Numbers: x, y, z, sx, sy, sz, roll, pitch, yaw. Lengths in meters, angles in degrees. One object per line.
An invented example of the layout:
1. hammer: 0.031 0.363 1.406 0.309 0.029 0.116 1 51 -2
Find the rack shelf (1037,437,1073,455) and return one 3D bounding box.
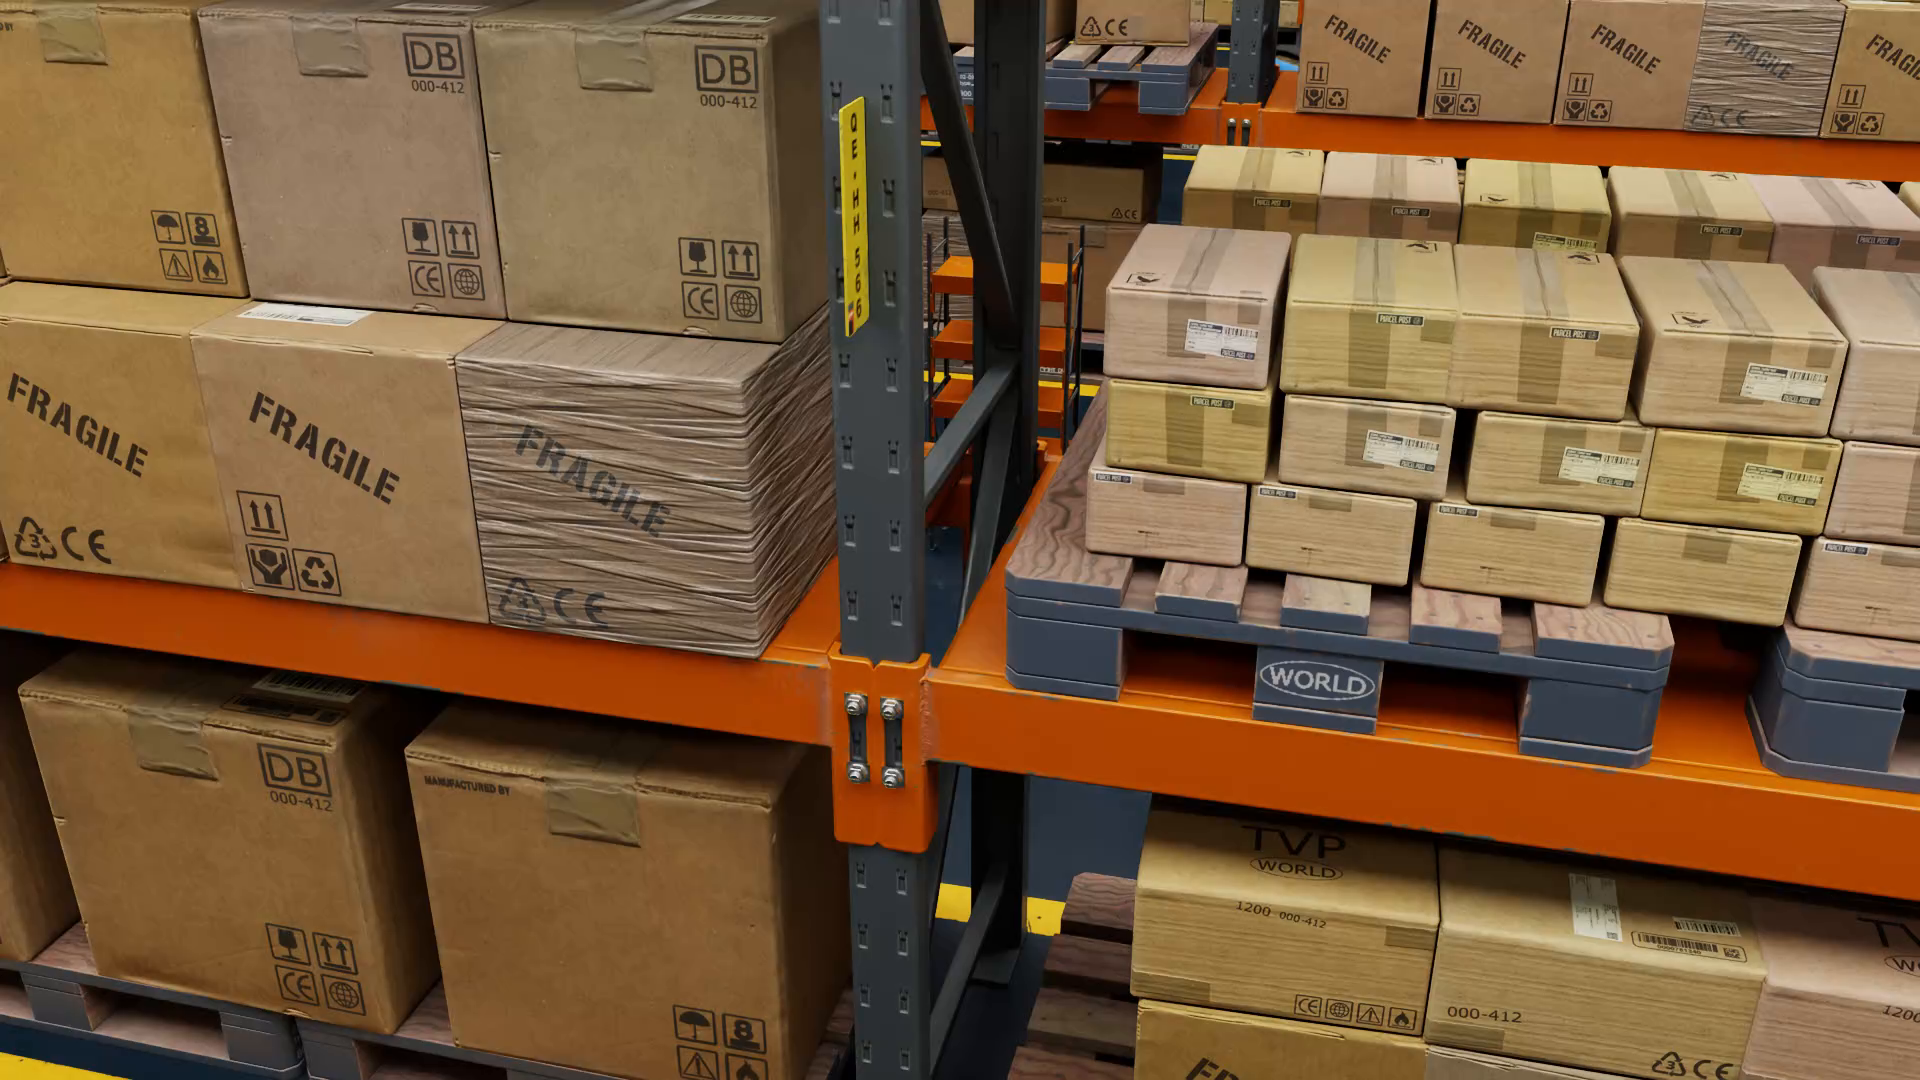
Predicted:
1. rack shelf: 0.160 -0.284 6.069 0.480 0.148 0.258 6 26 13

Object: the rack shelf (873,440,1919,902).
1. rack shelf: 1.922 0.370 2.819 4.000 0.370 1.077 6 26 13

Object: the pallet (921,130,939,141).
1. pallet: -0.552 -3.386 13.116 1.213 0.211 1.003 6 26 13

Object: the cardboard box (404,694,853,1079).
1. cardboard box: -0.583 0.555 3.723 0.750 0.750 1.050 6 26 12

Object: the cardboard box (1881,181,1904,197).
1. cardboard box: 3.701 -1.180 7.223 0.875 0.875 1.225 5 26 11

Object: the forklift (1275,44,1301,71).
1. forklift: 3.227 -3.275 9.720 3.031 2.935 1.130 -6 26 -13

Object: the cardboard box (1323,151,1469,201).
1. cardboard box: 1.981 -1.370 7.622 0.875 0.875 1.225 5 26 11

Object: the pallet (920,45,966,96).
1. pallet: -0.609 -2.331 7.880 1.213 0.211 1.003 6 26 13

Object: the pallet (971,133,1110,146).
1. pallet: 0.633 -3.256 12.844 1.213 0.211 1.003 6 26 13

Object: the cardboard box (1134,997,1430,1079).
1. cardboard box: 0.606 0.952 3.180 0.500 0.500 0.500 5 26 11

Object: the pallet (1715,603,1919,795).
1. pallet: 1.912 0.113 2.746 1.213 0.211 1.003 6 26 13

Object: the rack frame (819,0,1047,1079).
1. rack frame: -0.015 -0.169 3.115 0.127 3.000 1.000 6 26 13

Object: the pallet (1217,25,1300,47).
1. pallet: 3.001 -5.192 16.909 1.213 0.211 1.003 6 26 13

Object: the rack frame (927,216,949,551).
1. rack frame: -0.076 -0.550 6.010 0.015 1.200 0.240 6 26 13

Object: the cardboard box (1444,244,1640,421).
1. cardboard box: 0.881 -0.327 2.560 0.250 0.149 0.380 6 26 13

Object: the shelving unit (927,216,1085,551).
1. shelving unit: 0.160 -0.524 5.955 0.503 1.200 0.258 6 26 13

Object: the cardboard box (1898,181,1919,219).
1. cardboard box: 1.825 -0.512 2.948 0.250 0.149 0.380 8 26 16

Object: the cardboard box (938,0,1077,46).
1. cardboard box: 0.219 -2.517 7.442 0.500 0.500 0.700 10 27 21

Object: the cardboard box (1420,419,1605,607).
1. cardboard box: 0.889 -0.055 2.680 0.250 0.149 0.380 8 27 16

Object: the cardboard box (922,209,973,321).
1. cardboard box: 0.124 -1.410 8.119 0.500 0.500 0.700 4 26 9

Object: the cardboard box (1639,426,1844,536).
1. cardboard box: 1.170 -0.161 2.557 0.250 0.149 0.380 6 26 13

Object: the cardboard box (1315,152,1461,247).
1. cardboard box: 0.816 -0.624 3.183 0.250 0.149 0.380 6 26 12

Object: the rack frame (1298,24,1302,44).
1. rack frame: 2.551 -4.285 11.760 0.127 3.000 1.000 6 26 13

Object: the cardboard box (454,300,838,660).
1. cardboard box: -0.518 -0.150 2.960 0.500 0.500 0.500 6 26 13

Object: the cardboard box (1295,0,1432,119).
1. cardboard box: 1.721 -2.102 7.060 0.500 0.500 0.500 7 26 15

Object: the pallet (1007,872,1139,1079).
1. pallet: 0.741 1.175 3.537 1.213 0.211 1.003 6 26 13

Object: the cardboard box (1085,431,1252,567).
1. cardboard box: 0.368 -0.113 2.801 0.250 0.149 0.380 6 26 12

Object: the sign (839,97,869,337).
1. sign: -0.150 -0.460 2.380 0.005 0.325 0.100 6 26 13

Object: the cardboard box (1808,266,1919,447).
1. cardboard box: 1.400 -0.271 2.441 0.250 0.149 0.380 8 26 15

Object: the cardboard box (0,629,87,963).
1. cardboard box: -2.332 0.363 4.126 0.750 0.750 1.050 6 26 13

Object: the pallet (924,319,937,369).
1. pallet: -0.616 -1.179 8.482 1.213 0.211 1.003 6 26 13

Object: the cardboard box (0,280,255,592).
1. cardboard box: -1.485 -0.258 3.185 0.500 0.500 0.500 6 26 12

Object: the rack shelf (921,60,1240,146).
1. rack shelf: -0.619 -2.112 8.033 4.000 0.370 1.077 6 26 13

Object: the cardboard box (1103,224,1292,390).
1. cardboard box: 0.388 -0.383 2.676 0.250 0.149 0.380 6 26 13

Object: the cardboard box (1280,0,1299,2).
1. cardboard box: 3.220 -5.501 16.373 0.500 0.311 0.500 7 26 14

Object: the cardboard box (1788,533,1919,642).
1. cardboard box: 1.409 0.000 2.563 0.250 0.149 0.380 7 26 15

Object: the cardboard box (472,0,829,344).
1. cardboard box: -0.448 -0.717 2.988 0.500 0.500 0.700 6 26 13

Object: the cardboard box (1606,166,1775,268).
1. cardboard box: 1.329 -0.569 3.067 0.250 0.149 0.380 7 26 15

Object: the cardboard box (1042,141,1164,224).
1. cardboard box: 0.662 -1.691 7.835 0.500 0.250 0.500 7 26 15

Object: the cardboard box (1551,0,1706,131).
1. cardboard box: 2.718 -1.995 6.834 0.500 0.500 0.500 6 26 12

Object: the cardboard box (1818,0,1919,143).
1. cardboard box: 3.686 -1.885 6.603 0.500 0.500 0.500 6 26 12

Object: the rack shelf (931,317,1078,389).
1. rack shelf: 0.160 -0.665 5.888 0.480 0.148 0.258 6 26 13

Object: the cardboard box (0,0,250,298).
1. cardboard box: -1.435 -0.825 3.214 0.500 0.500 0.700 6 26 12

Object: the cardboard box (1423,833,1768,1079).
1. cardboard box: 1.083 0.661 2.920 0.500 0.250 0.500 6 26 12

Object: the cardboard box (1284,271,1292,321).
1. cardboard box: 0.577 -0.516 3.301 0.250 0.149 0.380 7 26 14

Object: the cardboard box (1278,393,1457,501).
1. cardboard box: 0.666 -0.216 2.671 0.250 0.149 0.380 8 26 15

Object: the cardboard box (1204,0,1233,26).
1. cardboard box: 2.718 -5.303 16.609 0.500 0.250 0.500 6 26 12
